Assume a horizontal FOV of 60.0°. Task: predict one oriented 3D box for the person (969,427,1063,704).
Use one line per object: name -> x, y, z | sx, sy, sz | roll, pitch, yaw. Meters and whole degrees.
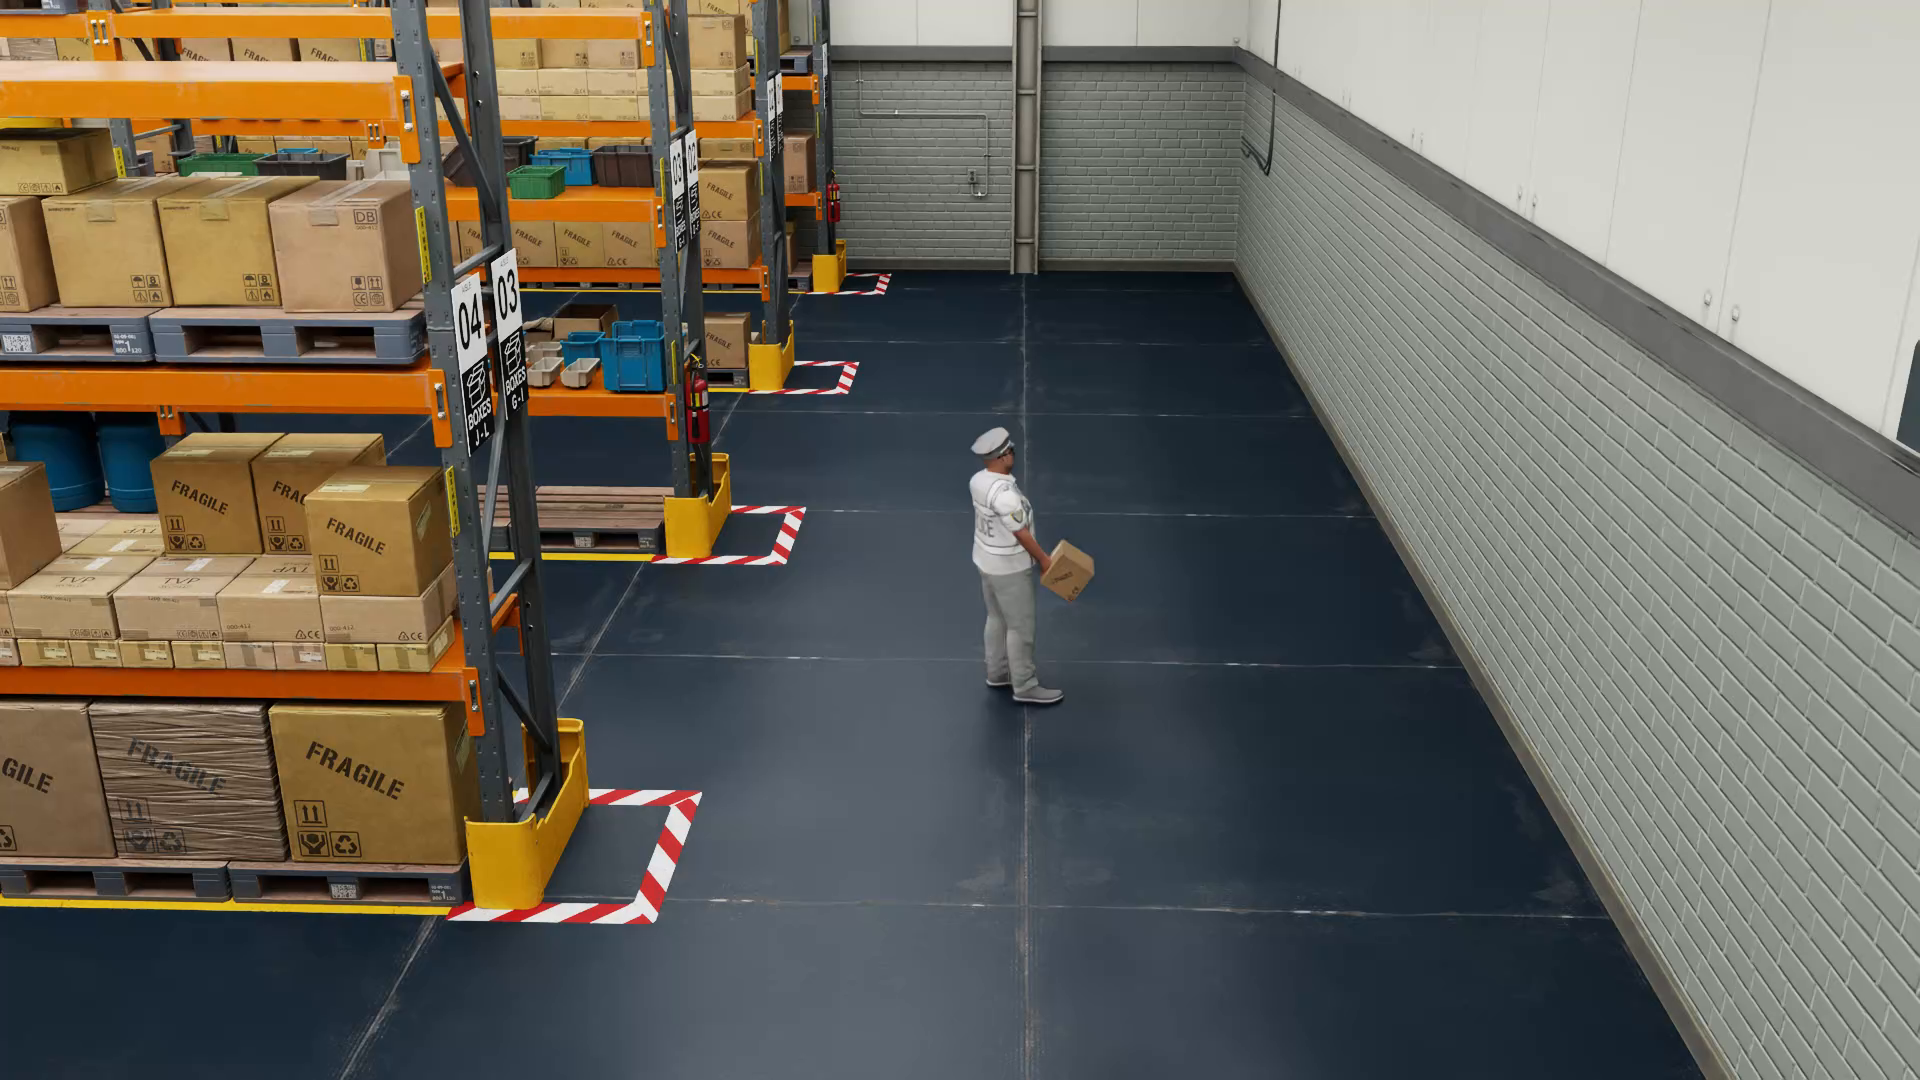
person -> 0.340, 0.148, 10.612 | 0.508, 1.786, 0.591 | -8, 22, -21
